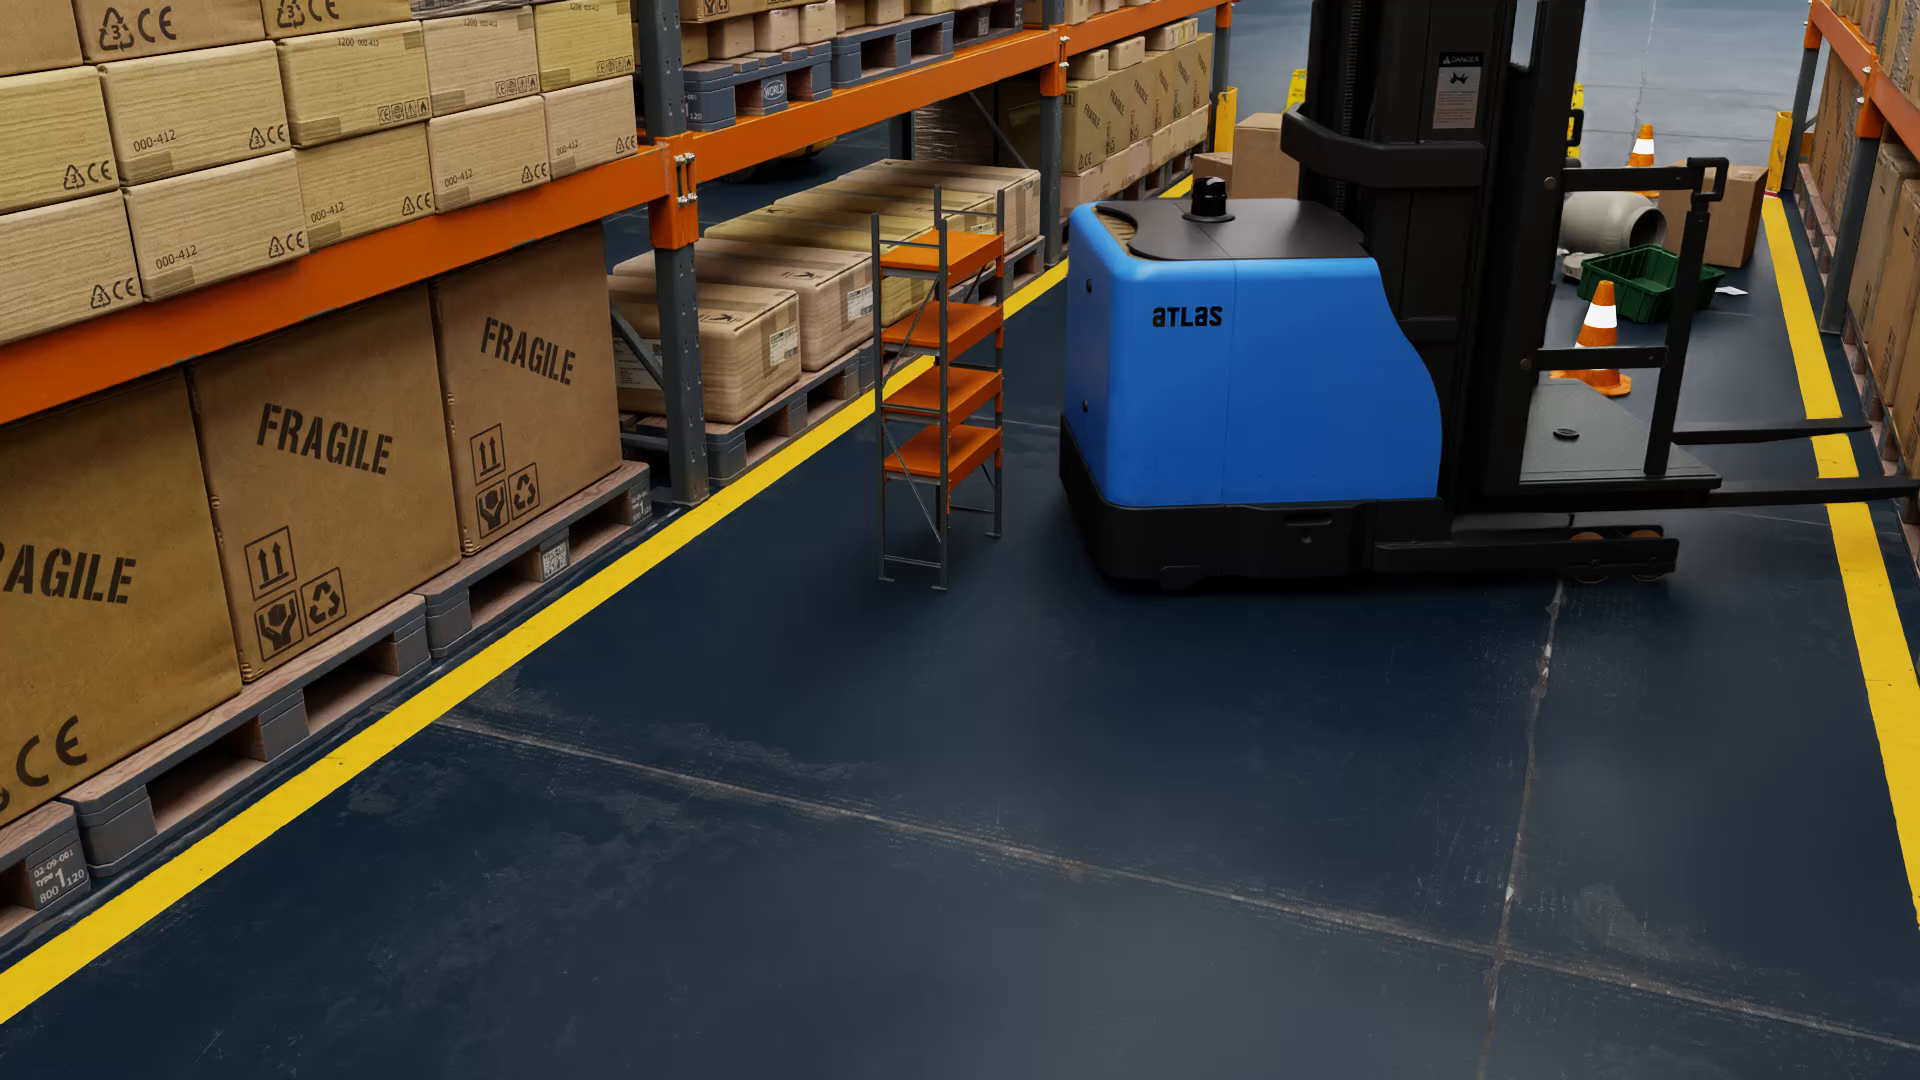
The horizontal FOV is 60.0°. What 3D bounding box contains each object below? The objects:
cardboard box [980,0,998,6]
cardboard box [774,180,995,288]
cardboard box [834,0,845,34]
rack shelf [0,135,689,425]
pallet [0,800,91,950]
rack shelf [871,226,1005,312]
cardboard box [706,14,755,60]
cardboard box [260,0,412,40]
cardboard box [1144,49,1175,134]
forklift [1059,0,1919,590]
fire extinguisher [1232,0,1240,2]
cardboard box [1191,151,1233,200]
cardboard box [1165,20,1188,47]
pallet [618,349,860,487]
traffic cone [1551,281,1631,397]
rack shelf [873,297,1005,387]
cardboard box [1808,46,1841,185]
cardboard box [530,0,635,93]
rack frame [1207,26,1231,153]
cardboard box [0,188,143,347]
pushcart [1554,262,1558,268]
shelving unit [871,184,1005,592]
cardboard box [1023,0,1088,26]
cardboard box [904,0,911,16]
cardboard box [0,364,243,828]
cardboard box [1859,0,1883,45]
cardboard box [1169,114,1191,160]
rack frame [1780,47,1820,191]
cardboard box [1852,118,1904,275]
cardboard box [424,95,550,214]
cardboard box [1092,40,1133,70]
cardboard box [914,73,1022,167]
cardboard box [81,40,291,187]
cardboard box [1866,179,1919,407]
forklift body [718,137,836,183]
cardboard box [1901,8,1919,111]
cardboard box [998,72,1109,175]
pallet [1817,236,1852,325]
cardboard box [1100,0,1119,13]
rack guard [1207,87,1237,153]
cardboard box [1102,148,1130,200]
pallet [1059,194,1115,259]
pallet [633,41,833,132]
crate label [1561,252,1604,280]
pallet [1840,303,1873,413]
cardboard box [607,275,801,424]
[{"bbox_3d":[-0.032,-2.683,8.063,0.380,0.149,0.250,8,24,19],"label":"cardboard box"},{"bbox_3d":[-0.376,-1.554,8.442,0.950,0.372,0.625,10,25,23],"label":"cardboard box"},{"bbox_3d":[-0.693,-2.135,6.750,0.380,0.149,0.250,10,25,23],"label":"cardboard box"},{"bbox_3d":[-2.149,-0.539,4.082,1.077,0.370,4.000,9,24,20],"label":"rack shelf"},{"bbox_3d":[-2.675,0.844,3.455,1.003,0.211,1.213,9,24,20],"label":"pallet"},{"bbox_3d":[-0.061,-0.857,5.225,0.258,0.148,0.480,9,24,20],"label":"rack shelf"},{"bbox_3d":[-0.976,-1.851,6.070,0.380,0.149,0.250,7,24,17],"label":"cardboard box"},{"bbox_3d":[-1.728,-1.510,4.047,0.500,0.500,0.500,9,24,20],"label":"cardboard box"},{"bbox_3d":[1.126,-3.030,11.161,0.500,0.500,0.500,8,24,19],"label":"cardboard box"},{"bbox_3d":[1.913,-1.411,5.325,3.031,2.935,1.130,-2,23,-5],"label":"forklift"},{"bbox_3d":[2.036,-4.389,12.466,0.296,0.674,0.183,9,24,20],"label":"fire extinguisher"},{"bbox_3d":[1.741,-2.055,10.017,0.500,0.500,0.500,-12,25,-26],"label":"cardboard box"},{"bbox_3d":[1.340,-3.465,11.363,0.380,0.149,0.250,9,24,21],"label":"cardboard box"},{"bbox_3d":[-1.114,-0.580,6.864,1.003,0.211,1.213,9,24,20],"label":"pallet"},{"bbox_3d":[2.813,-0.911,7.332,0.336,0.463,0.334,9,24,20],"label":"traffic cone"},{"bbox_3d":[-0.061,-0.639,5.317,0.258,0.148,0.480,9,24,20],"label":"rack shelf"},{"bbox_3d":[6.009,-2.738,10.626,0.875,0.875,0.875,9,24,20],"label":"cardboard box"},{"bbox_3d":[-1.350,-1.539,5.088,0.500,0.250,0.500,9,24,20],"label":"cardboard box"},{"bbox_3d":[1.566,-4.450,12.511,1.000,3.000,0.127,9,24,20],"label":"rack frame"},{"bbox_3d":[-2.087,-0.572,3.423,0.500,0.250,0.500,9,24,20],"label":"cardboard box"},{"bbox_3d":[2.216,-1.500,8.851,1.648,0.377,0.936,1,23,2],"label":"pushcart"},{"bbox_3d":[-0.061,-0.494,5.377,0.258,1.200,0.503,9,24,20],"label":"shelving unit"},{"bbox_3d":[0.495,-2.969,9.292,0.380,0.149,0.250,9,24,20],"label":"cardboard box"},{"bbox_3d":[-0.440,-2.430,7.456,0.380,0.149,0.250,8,24,18],"label":"cardboard box"},{"bbox_3d":[-2.407,0.074,3.894,0.875,0.875,0.875,10,24,22],"label":"cardboard box"},{"bbox_3d":[5.023,-2.749,8.244,0.875,0.550,0.550,9,24,20],"label":"cardboard box"},{"bbox_3d":[1.316,-2.863,11.734,0.500,0.250,0.500,9,24,20],"label":"cardboard box"},{"bbox_3d":[6.199,-3.777,10.901,1.000,3.000,0.127,9,24,20],"label":"rack frame"},{"bbox_3d":[5.012,-1.774,8.317,0.875,0.875,0.875,9,24,21],"label":"cardboard box"},{"bbox_3d":[-1.528,-1.114,4.721,0.500,0.250,0.500,9,24,21],"label":"cardboard box"},{"bbox_3d":[0.841,-2.981,10.204,0.380,0.149,0.250,10,25,22],"label":"cardboard box"},{"bbox_3d":[0.051,-2.539,9.987,0.500,0.500,0.500,8,24,19],"label":"cardboard box"},{"bbox_3d":[-1.901,-0.983,3.757,0.500,0.250,0.500,8,24,18],"label":"cardboard box"},{"bbox_3d":[4.205,-0.922,6.439,1.050,0.750,0.750,9,24,20],"label":"cardboard box"},{"bbox_3d":[-2.055,-3.828,12.123,2.313,2.155,1.214,9,24,20],"label":"forklift body"},{"bbox_3d":[3.893,-1.883,6.236,0.500,0.500,0.500,9,24,20],"label":"cardboard box"},{"bbox_3d":[0.550,-2.462,9.801,0.500,0.500,0.500,10,25,23],"label":"cardboard box"},{"bbox_3d":[5.069,-1.320,8.636,1.003,0.211,1.213,9,24,20],"label":"pallet"},{"bbox_3d":[0.735,-3.250,9.965,0.380,0.149,0.250,10,25,22],"label":"cardboard box"},{"bbox_3d":[1.538,-3.269,12.928,1.175,0.500,0.348,9,24,20],"label":"rack guard"},{"bbox_3d":[0.738,-2.308,10.407,0.500,0.250,0.500,10,25,23],"label":"cardboard box"},{"bbox_3d":[0.297,-1.977,10.209,1.003,0.211,1.213,9,24,20],"label":"pallet"},{"bbox_3d":[-1.240,-1.769,6.341,1.213,0.211,1.003,9,24,20],"label":"pallet"},{"bbox_3d":[3.474,-1.493,9.148,0.298,0.136,0.250,-7,24,-17],"label":"crate label"},{"bbox_3d":[4.497,-0.772,7.325,1.003,0.211,1.213,9,24,20],"label":"pallet"},{"bbox_3d":[-1.187,-0.769,6.563,0.950,0.372,0.625,7,24,16],"label":"cardboard box"}]
